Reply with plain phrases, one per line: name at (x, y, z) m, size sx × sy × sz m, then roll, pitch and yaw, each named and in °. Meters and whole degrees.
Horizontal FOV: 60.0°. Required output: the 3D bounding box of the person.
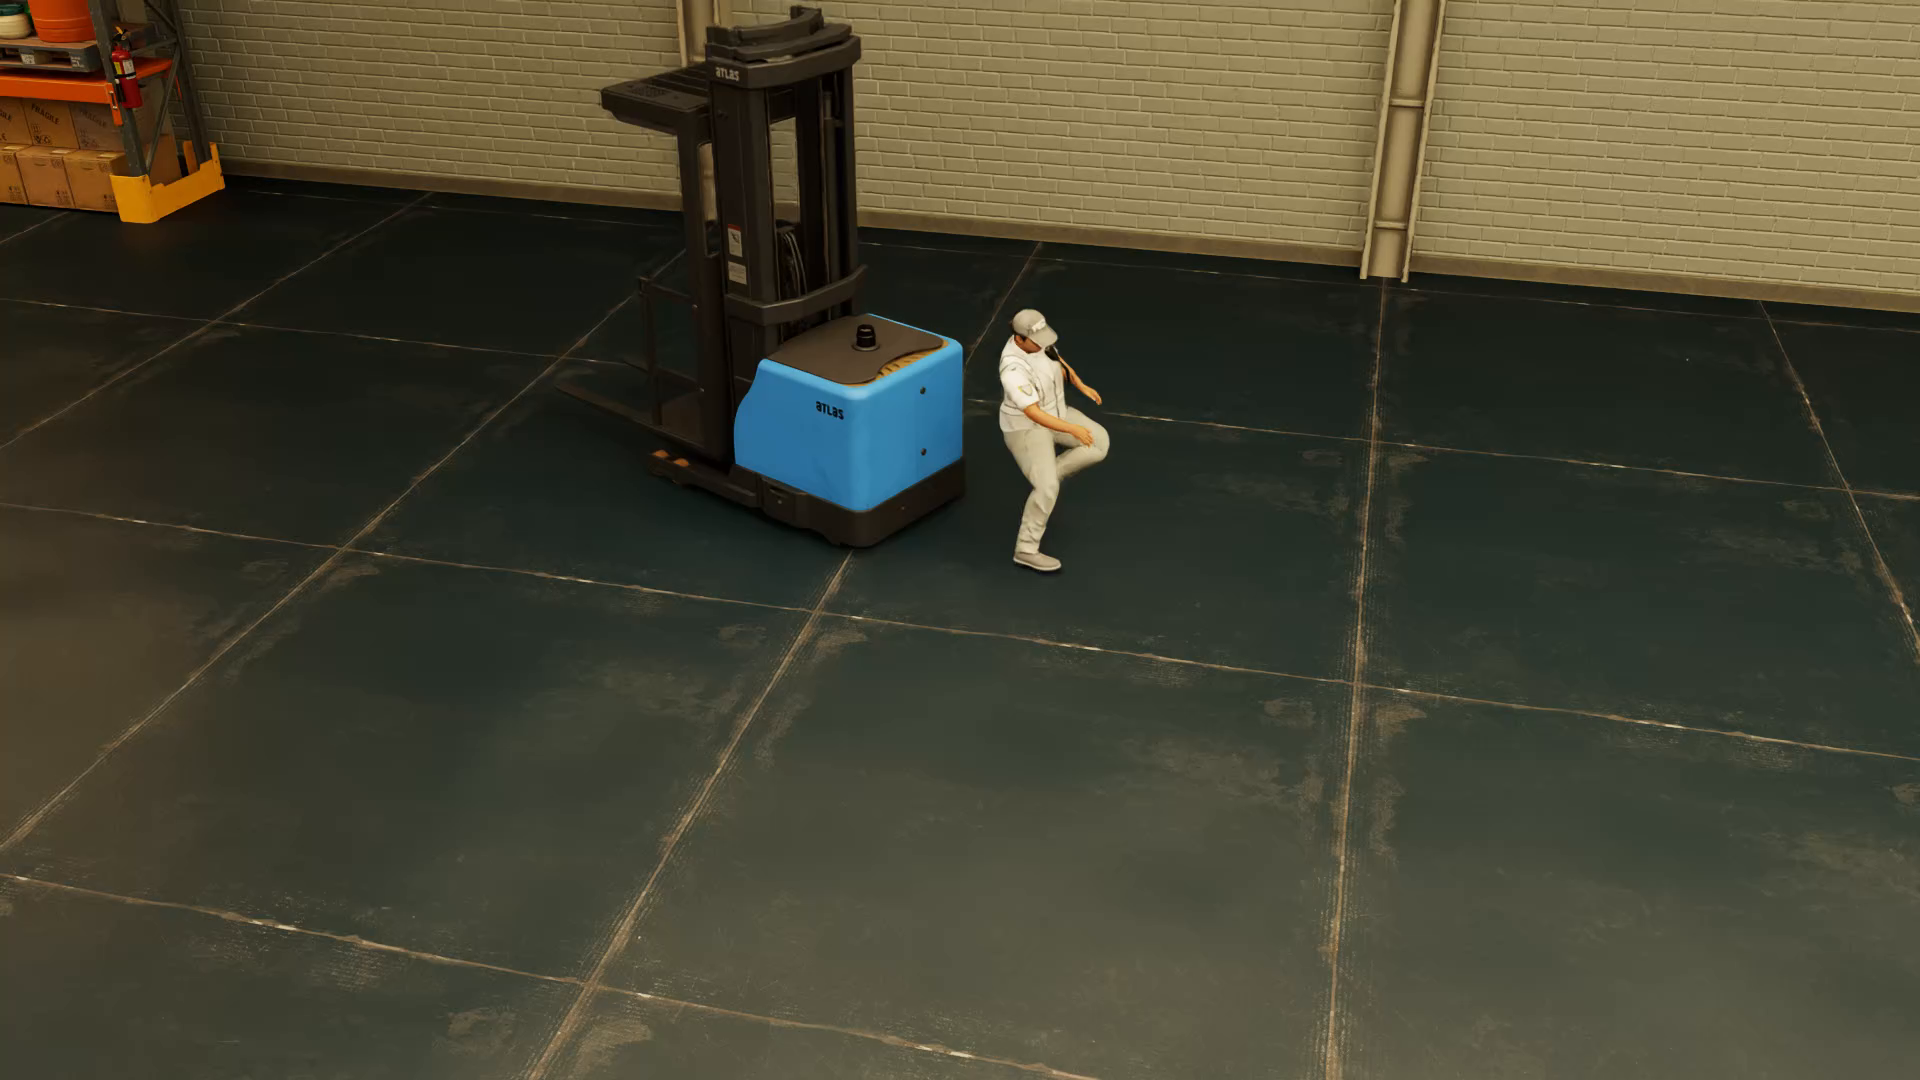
person at (0.563, -0.654, 9.793) m, size 0.751 × 1.471 × 0.799 m, roll 17°, pitch 33°, yaw 27°

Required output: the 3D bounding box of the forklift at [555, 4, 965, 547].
forklift at (-1.433, -1.816, 10.375) m, size 3.031 × 2.935 × 1.130 m, roll 22°, pitch 36°, yaw 33°
